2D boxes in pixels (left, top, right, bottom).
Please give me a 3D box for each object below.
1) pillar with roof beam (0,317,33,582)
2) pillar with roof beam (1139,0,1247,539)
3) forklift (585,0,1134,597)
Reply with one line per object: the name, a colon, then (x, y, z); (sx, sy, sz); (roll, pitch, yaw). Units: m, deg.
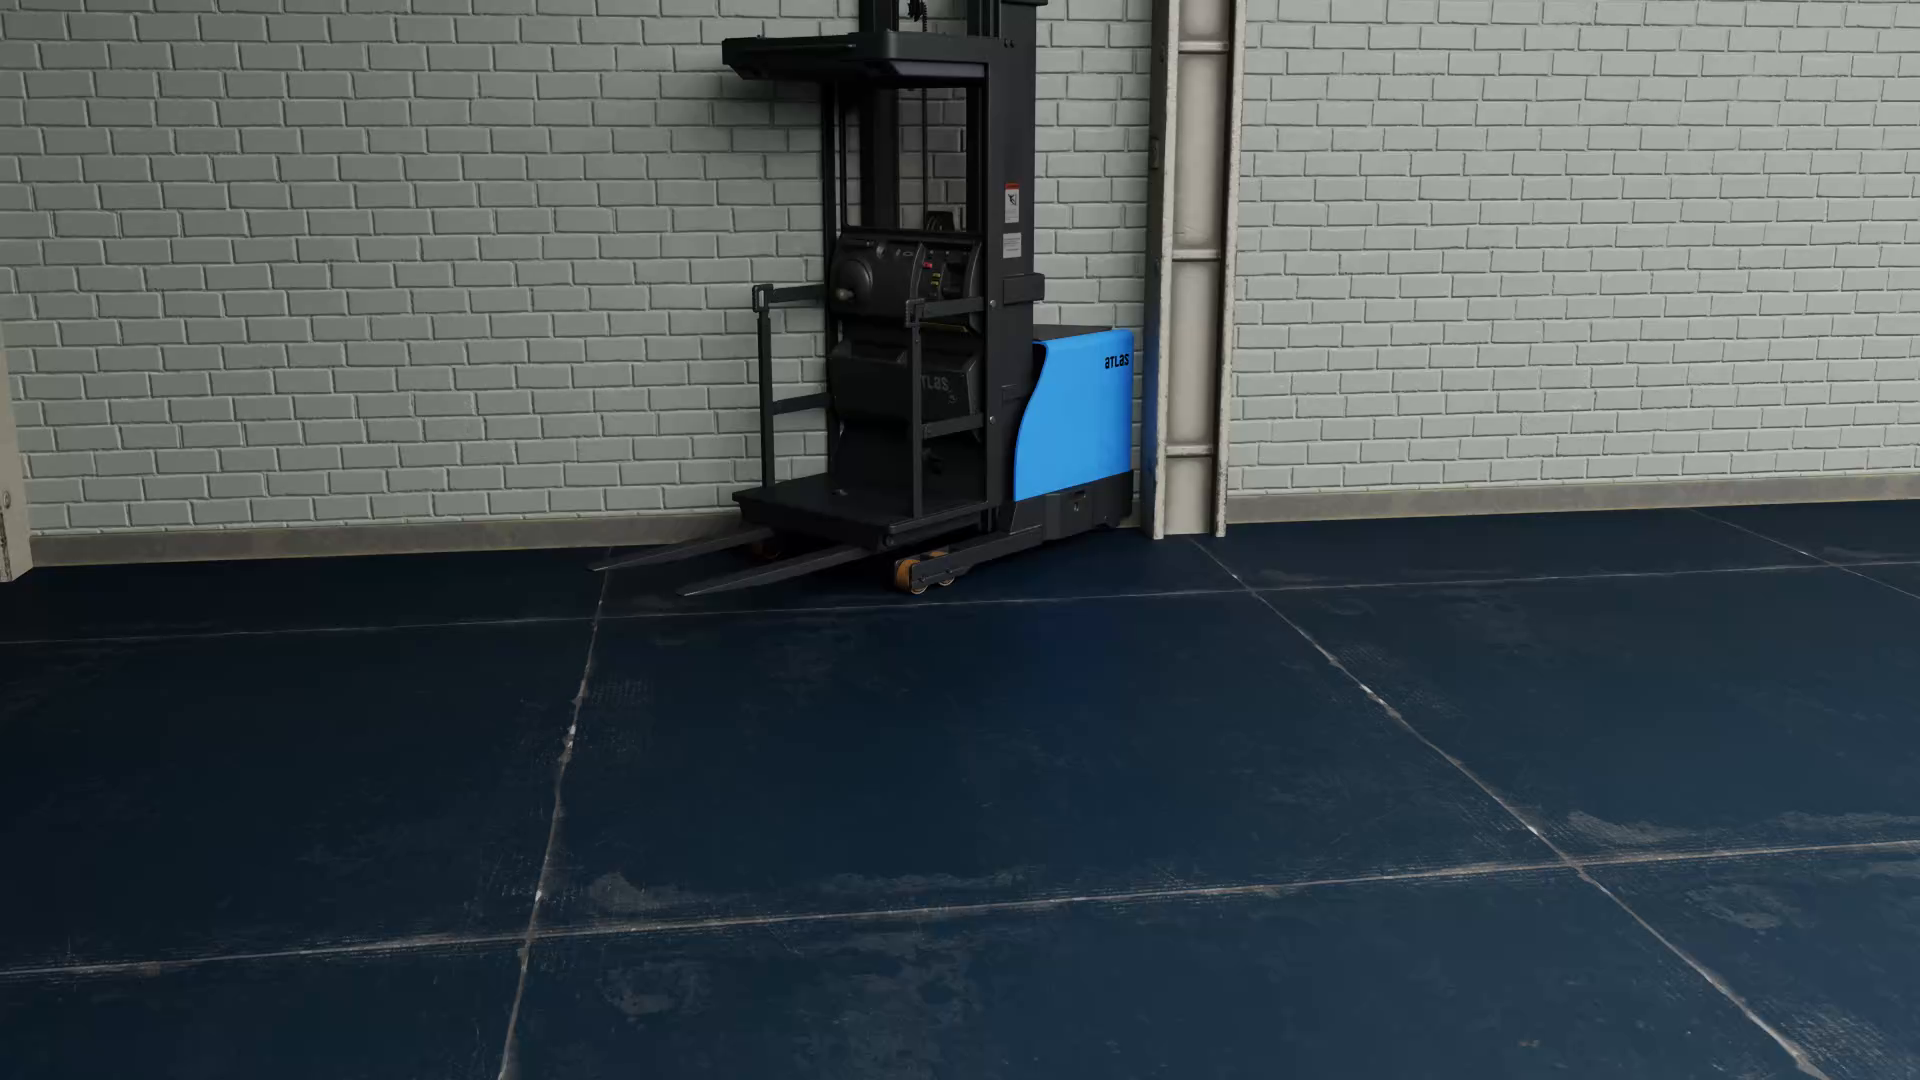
pillar with roof beam: (-4.104, -3.161, 2.825); (0.400, 9.000, 9.100); (-2, 14, -8)
pillar with roof beam: (1.829, -3.378, 3.692); (0.400, 9.000, 9.100); (-2, 14, -8)
forklift: (-0.408, -1.307, 7.907); (1.130, 2.935, 3.031); (12, 18, 39)
